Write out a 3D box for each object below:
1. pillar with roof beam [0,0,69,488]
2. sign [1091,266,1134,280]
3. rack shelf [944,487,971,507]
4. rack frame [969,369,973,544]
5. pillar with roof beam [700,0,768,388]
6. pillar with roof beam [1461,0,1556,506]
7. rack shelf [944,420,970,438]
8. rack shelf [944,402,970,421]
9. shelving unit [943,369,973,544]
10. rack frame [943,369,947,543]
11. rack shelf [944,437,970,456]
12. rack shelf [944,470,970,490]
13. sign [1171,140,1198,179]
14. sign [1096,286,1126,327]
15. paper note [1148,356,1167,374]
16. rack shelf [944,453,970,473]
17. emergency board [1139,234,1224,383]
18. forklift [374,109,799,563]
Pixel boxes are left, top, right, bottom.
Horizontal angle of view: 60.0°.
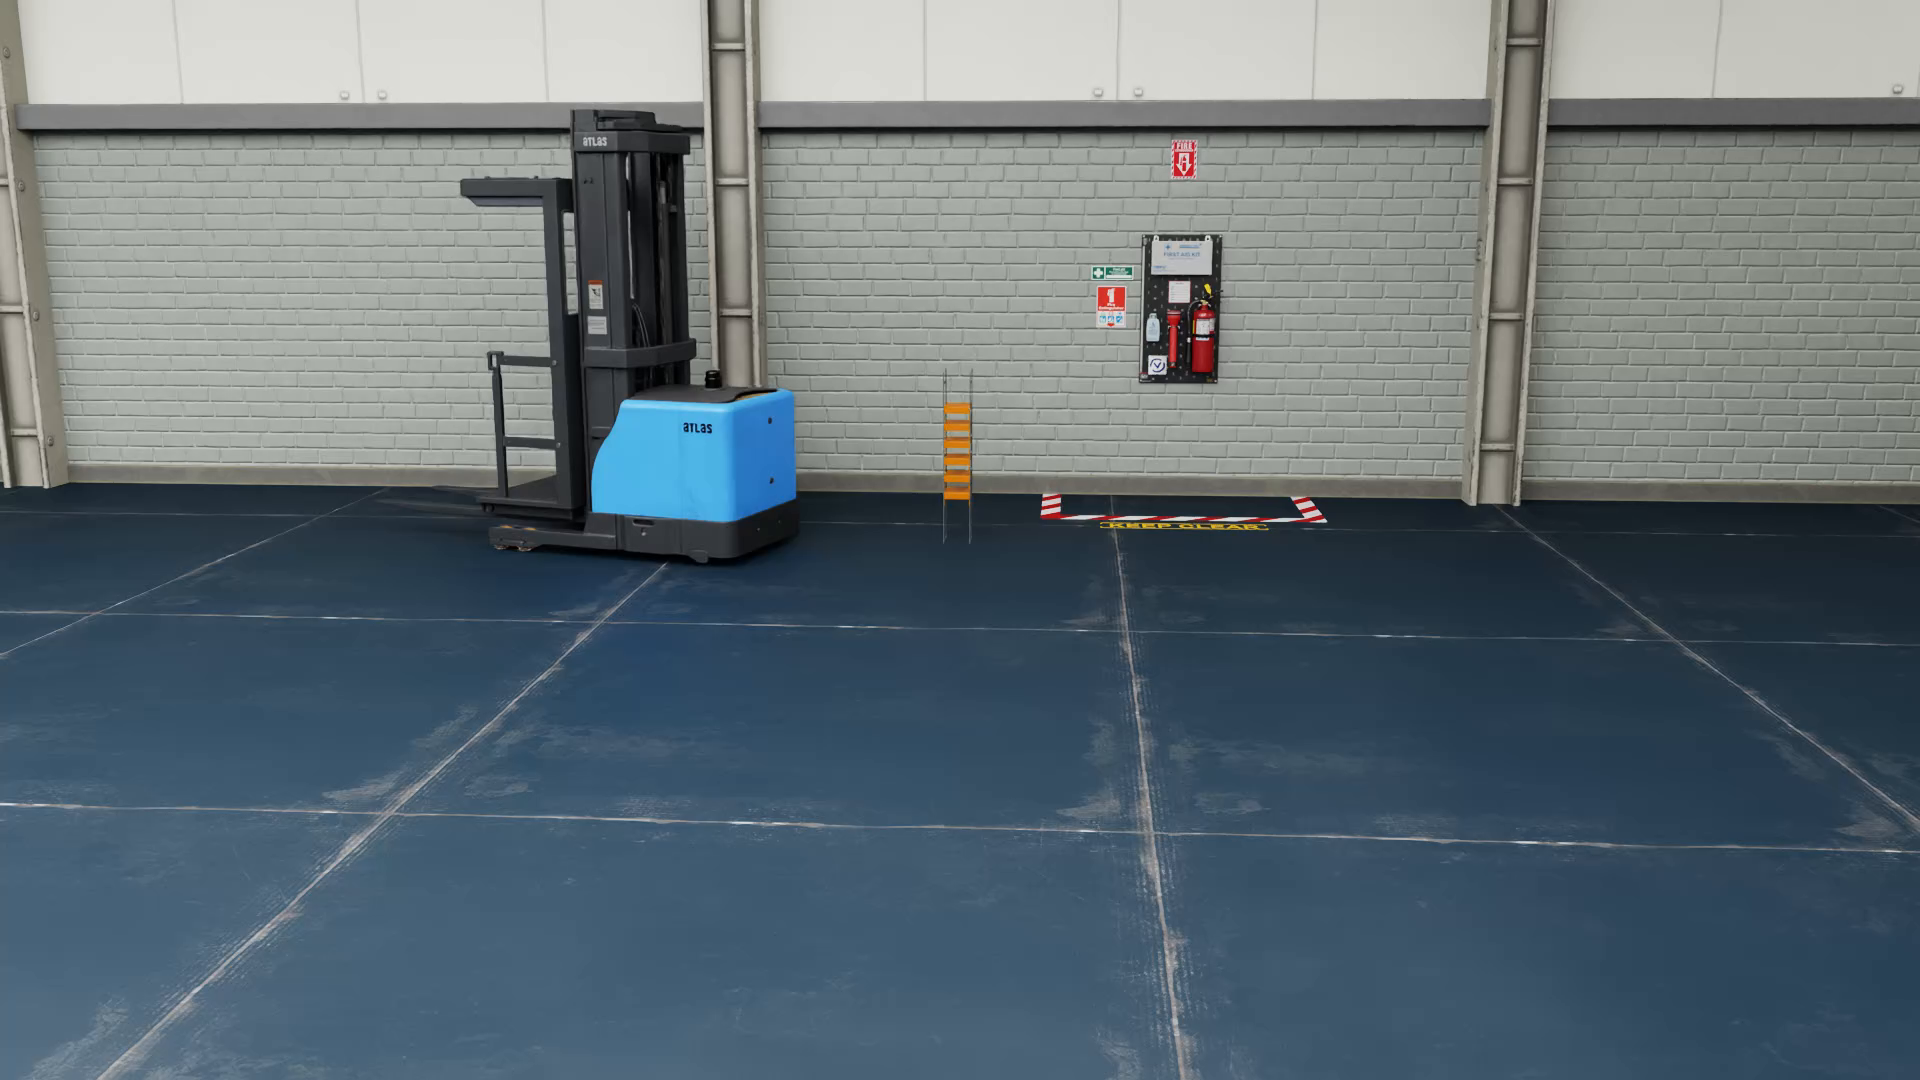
[{"bbox_3d":[-8.049,-3.991,8.869,0.400,9.000,9.100,1,12,4],"label":"pillar with roof beam"},{"bbox_3d":[1.208,-2.115,13.172,0.331,0.109,0.001,1,12,4],"label":"sign"},{"bbox_3d":[-0.014,-0.309,11.704,0.180,0.103,0.258,1,12,4],"label":"rack shelf"},{"bbox_3d":[0.077,-0.586,11.640,0.006,1.200,0.240,1,12,4],"label":"rack frame"},{"bbox_3d":[-2.063,-3.909,8.477,0.400,9.000,9.100,1,12,4],"label":"pillar with roof beam"},{"bbox_3d":[3.924,-3.827,8.084,0.400,9.000,9.100,1,12,4],"label":"pillar with roof beam"},{"bbox_3d":[-0.014,-0.779,11.606,0.180,0.103,0.258,1,12,4],"label":"rack shelf"},{"bbox_3d":[-0.014,-0.896,11.582,0.180,0.103,0.258,1,12,4],"label":"rack shelf"},{"bbox_3d":[-0.014,-0.587,11.646,0.189,1.200,0.258,1,12,4],"label":"shelving unit"},{"bbox_3d":[-0.106,-0.589,11.652,0.006,1.200,0.240,1,12,4],"label":"rack frame"},{"bbox_3d":[-0.014,-0.661,11.631,0.180,0.103,0.258,1,12,4],"label":"rack shelf"},{"bbox_3d":[-0.014,-0.427,11.680,0.180,0.103,0.258,1,12,4],"label":"rack shelf"},{"bbox_3d":[1.747,-2.967,12.962,0.199,0.298,0.001,1,12,4],"label":"sign"},{"bbox_3d":[1.204,-1.858,13.235,0.234,0.329,0.001,1,12,4],"label":"sign"},{"bbox_3d":[1.576,-1.397,13.271,0.142,0.148,0.016,1,12,4],"label":"paper note"},{"bbox_3d":[-0.014,-0.544,11.655,0.180,0.103,0.258,1,12,4],"label":"rack shelf"},{"bbox_3d":[1.748,-1.811,13.102,0.643,1.169,0.194,1,12,4],"label":"emergency board"},{"bbox_3d":[-2.704,-1.449,11.537,3.031,2.935,1.130,5,13,21],"label":"forklift"}]
